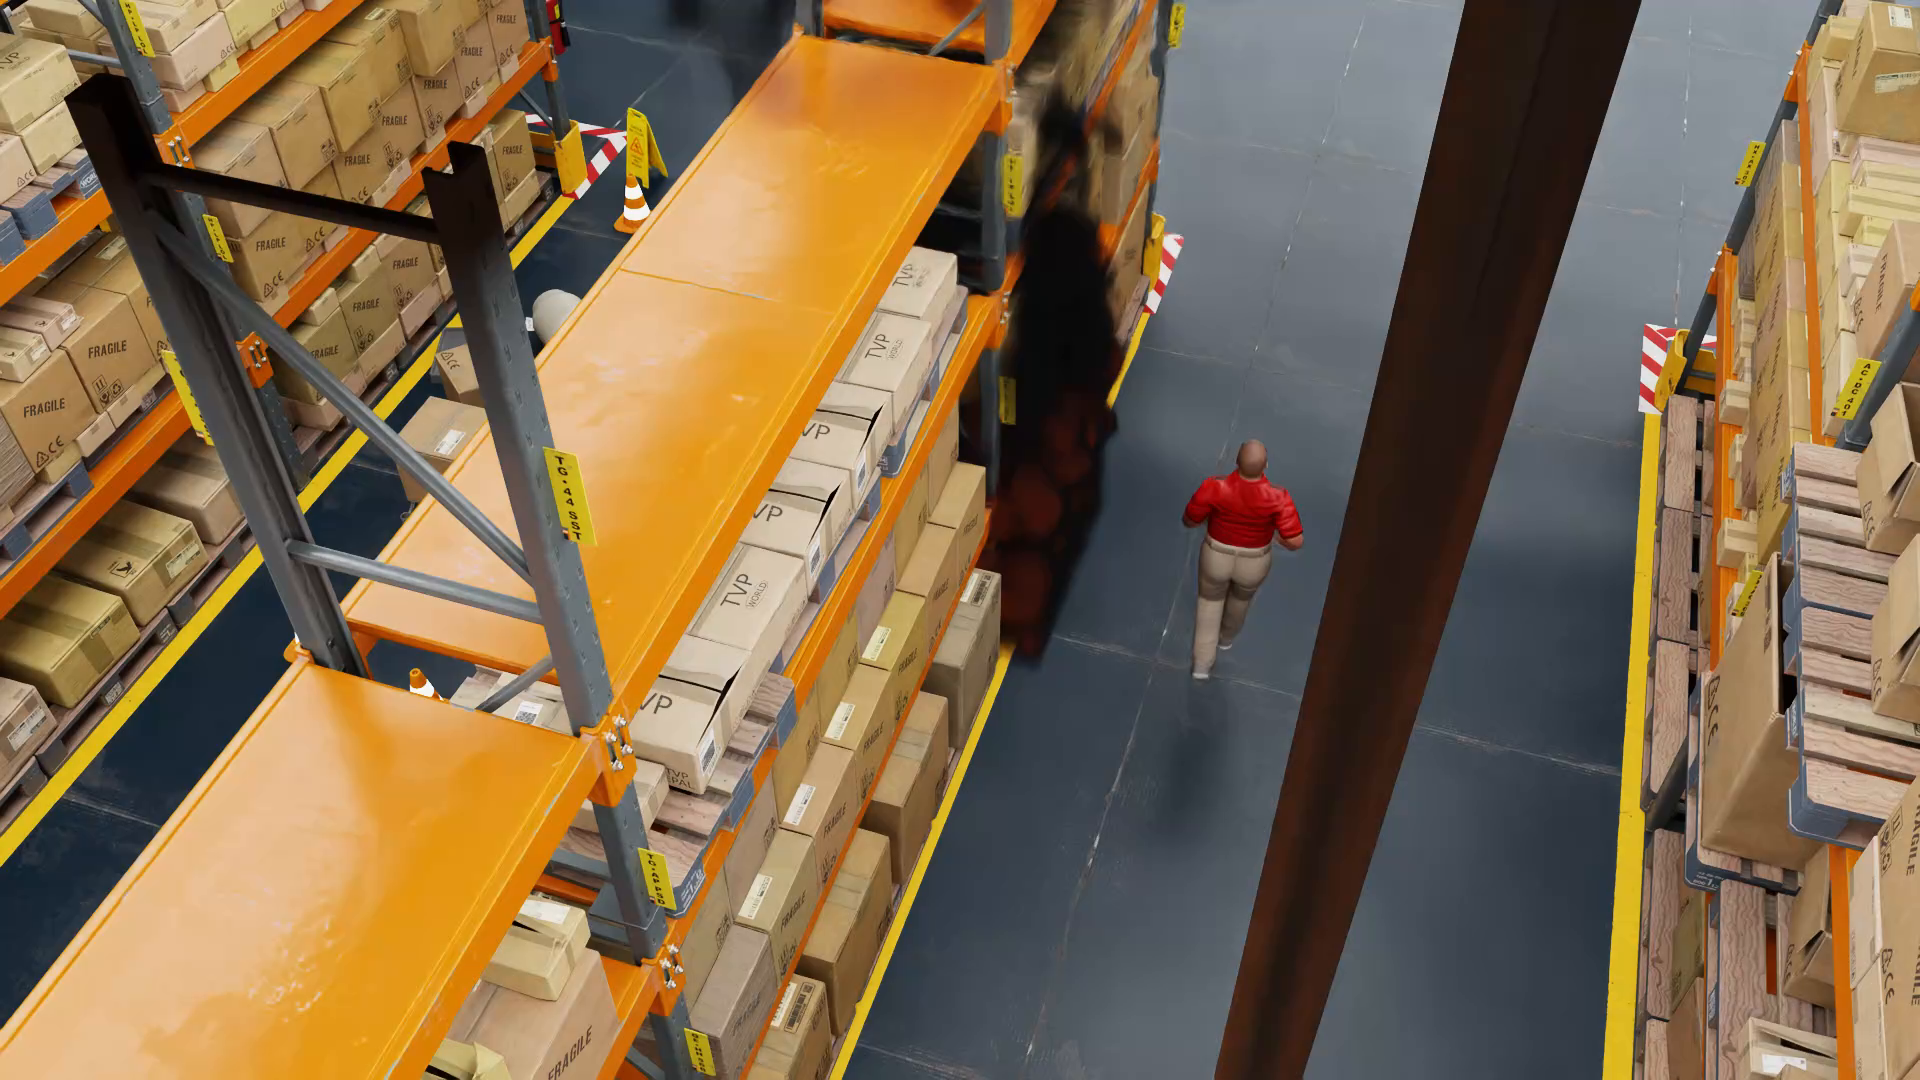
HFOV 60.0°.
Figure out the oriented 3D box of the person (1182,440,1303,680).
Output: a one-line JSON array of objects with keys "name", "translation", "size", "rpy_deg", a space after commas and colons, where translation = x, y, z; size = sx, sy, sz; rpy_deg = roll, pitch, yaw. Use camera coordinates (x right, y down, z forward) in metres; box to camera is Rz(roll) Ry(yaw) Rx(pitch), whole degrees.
[{"name": "person", "translation": [1.571, 0.113, 9.449], "size": [0.671, 1.758, 0.703], "rpy_deg": [9, 46, 8]}]
